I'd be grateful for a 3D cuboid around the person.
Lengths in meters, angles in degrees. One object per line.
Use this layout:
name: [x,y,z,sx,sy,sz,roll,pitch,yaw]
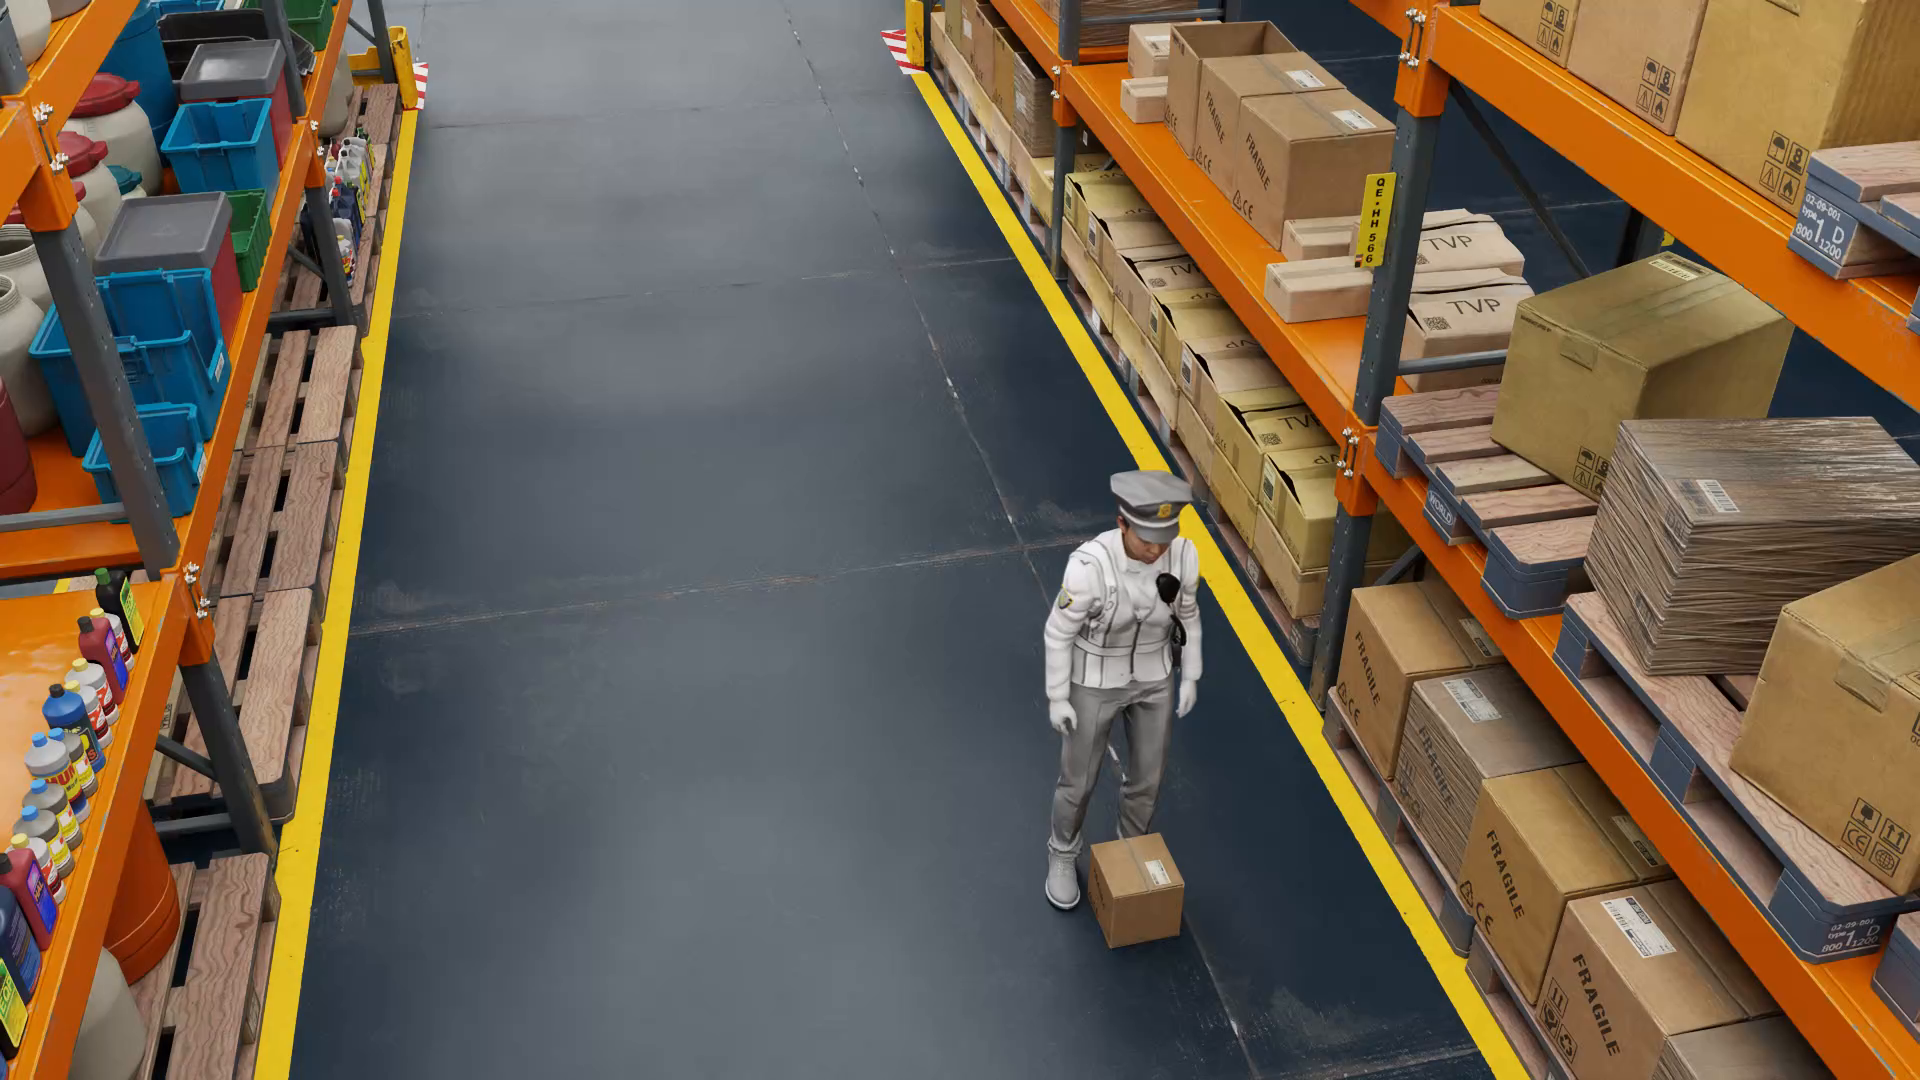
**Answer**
person: [0.536,0.488,5.432,0.529,1.663,0.403,-7,35,-11]
